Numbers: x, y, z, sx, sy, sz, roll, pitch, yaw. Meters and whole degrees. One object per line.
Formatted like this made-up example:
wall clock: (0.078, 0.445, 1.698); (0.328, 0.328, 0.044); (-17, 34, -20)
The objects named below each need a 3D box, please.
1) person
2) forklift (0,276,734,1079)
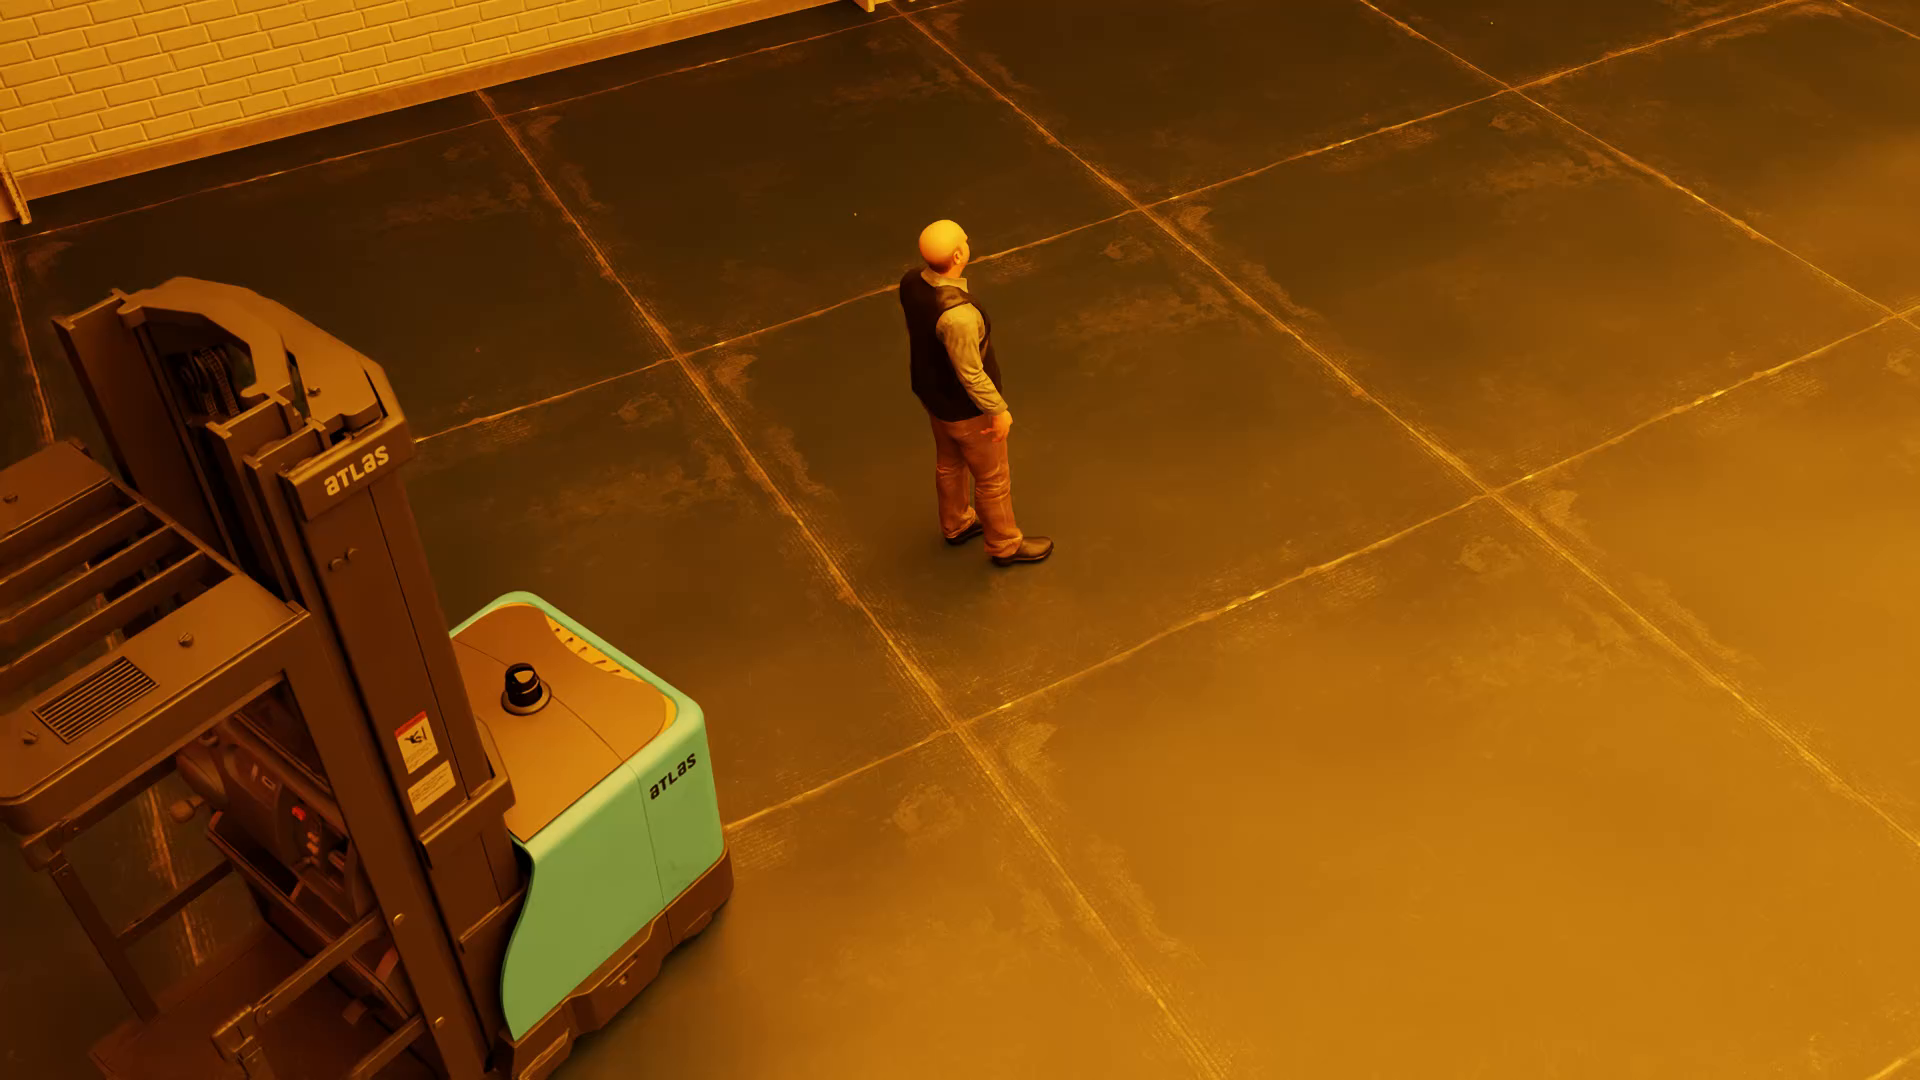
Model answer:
person: (0.058, -0.654, 7.281); (0.566, 1.722, 0.634); (-21, 47, -21)
forklift: (-2.177, 0.860, 4.770); (1.130, 2.935, 3.031); (29, 50, 27)
